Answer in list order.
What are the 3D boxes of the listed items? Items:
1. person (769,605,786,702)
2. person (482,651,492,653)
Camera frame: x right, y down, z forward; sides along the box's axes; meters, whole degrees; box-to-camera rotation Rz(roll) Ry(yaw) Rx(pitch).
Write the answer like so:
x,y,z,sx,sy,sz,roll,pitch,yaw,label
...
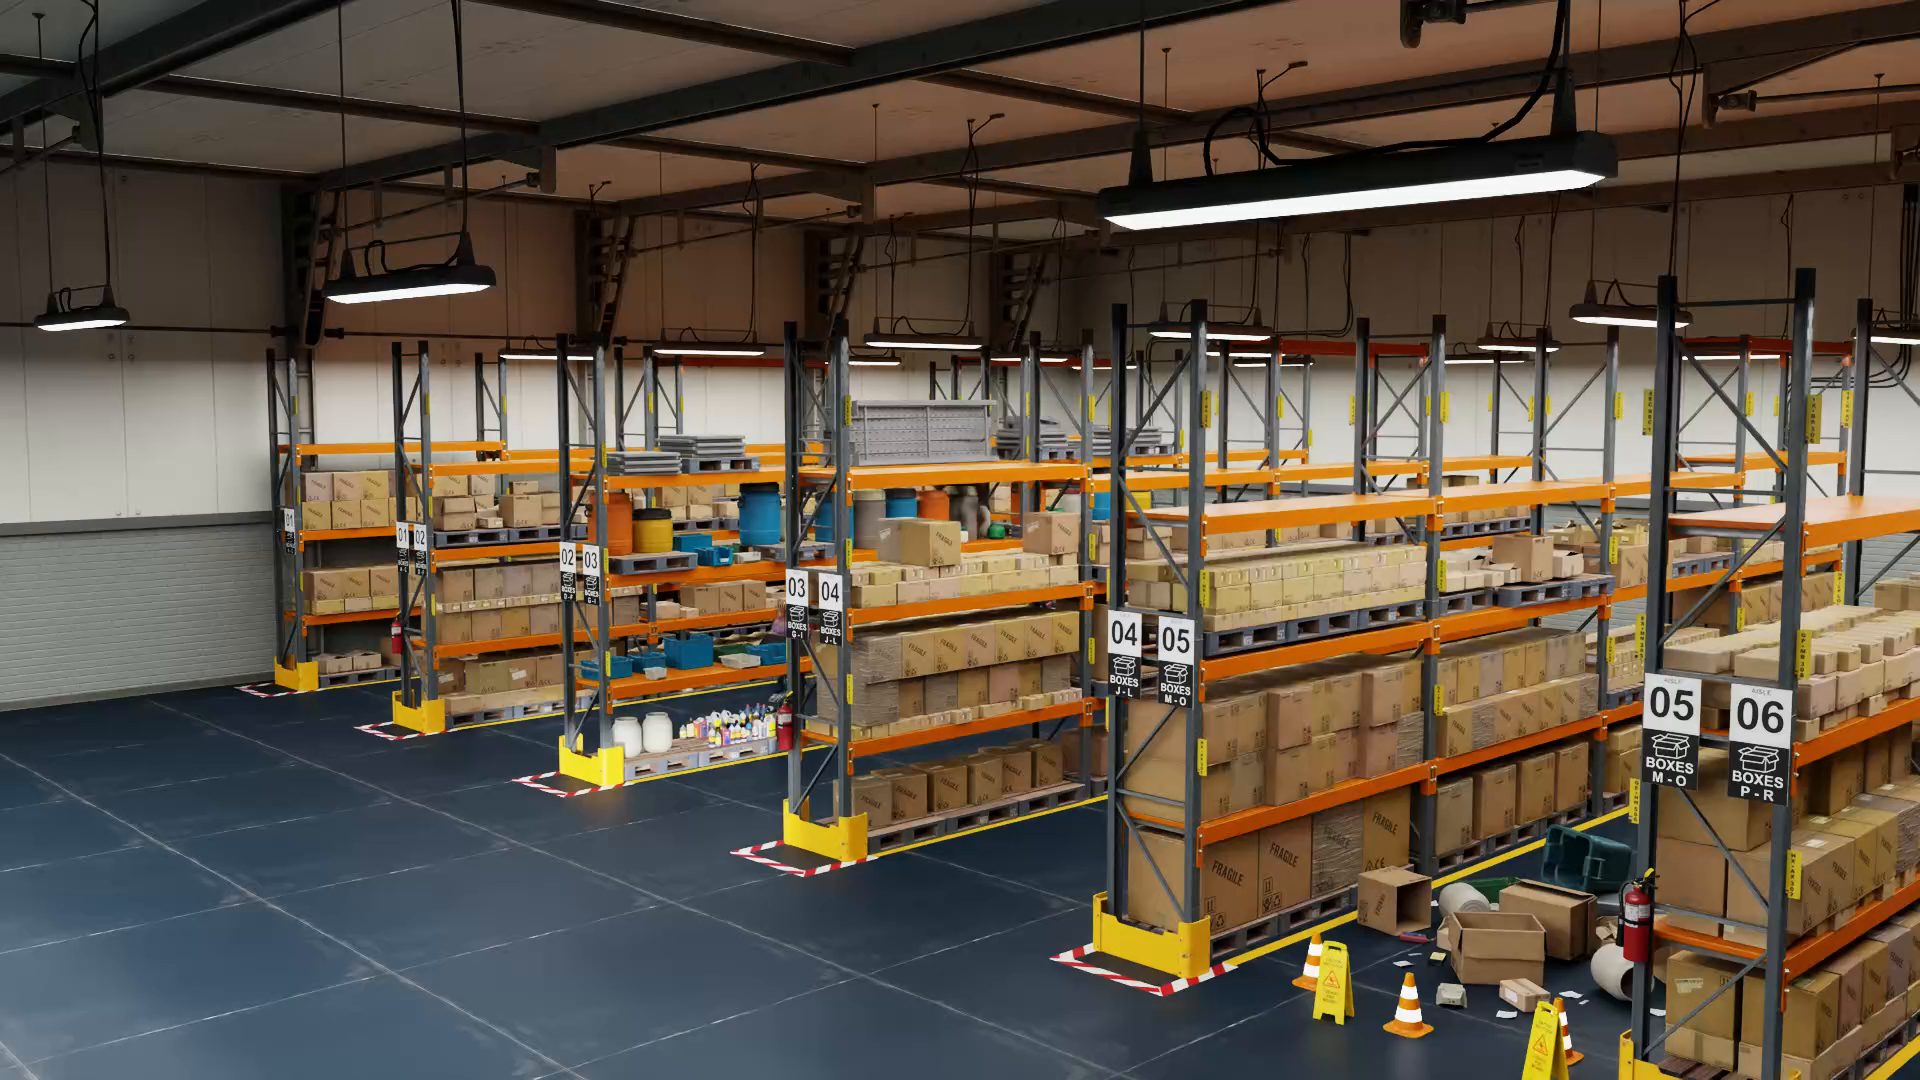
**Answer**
x,y,z,sx,sy,sz,roll,pitch,yaw,label
-2.974,1.897,28.263,0.515,1.609,0.861,4,6,36,person
-8.131,1.826,28.557,0.578,1.725,0.962,4,6,37,person
